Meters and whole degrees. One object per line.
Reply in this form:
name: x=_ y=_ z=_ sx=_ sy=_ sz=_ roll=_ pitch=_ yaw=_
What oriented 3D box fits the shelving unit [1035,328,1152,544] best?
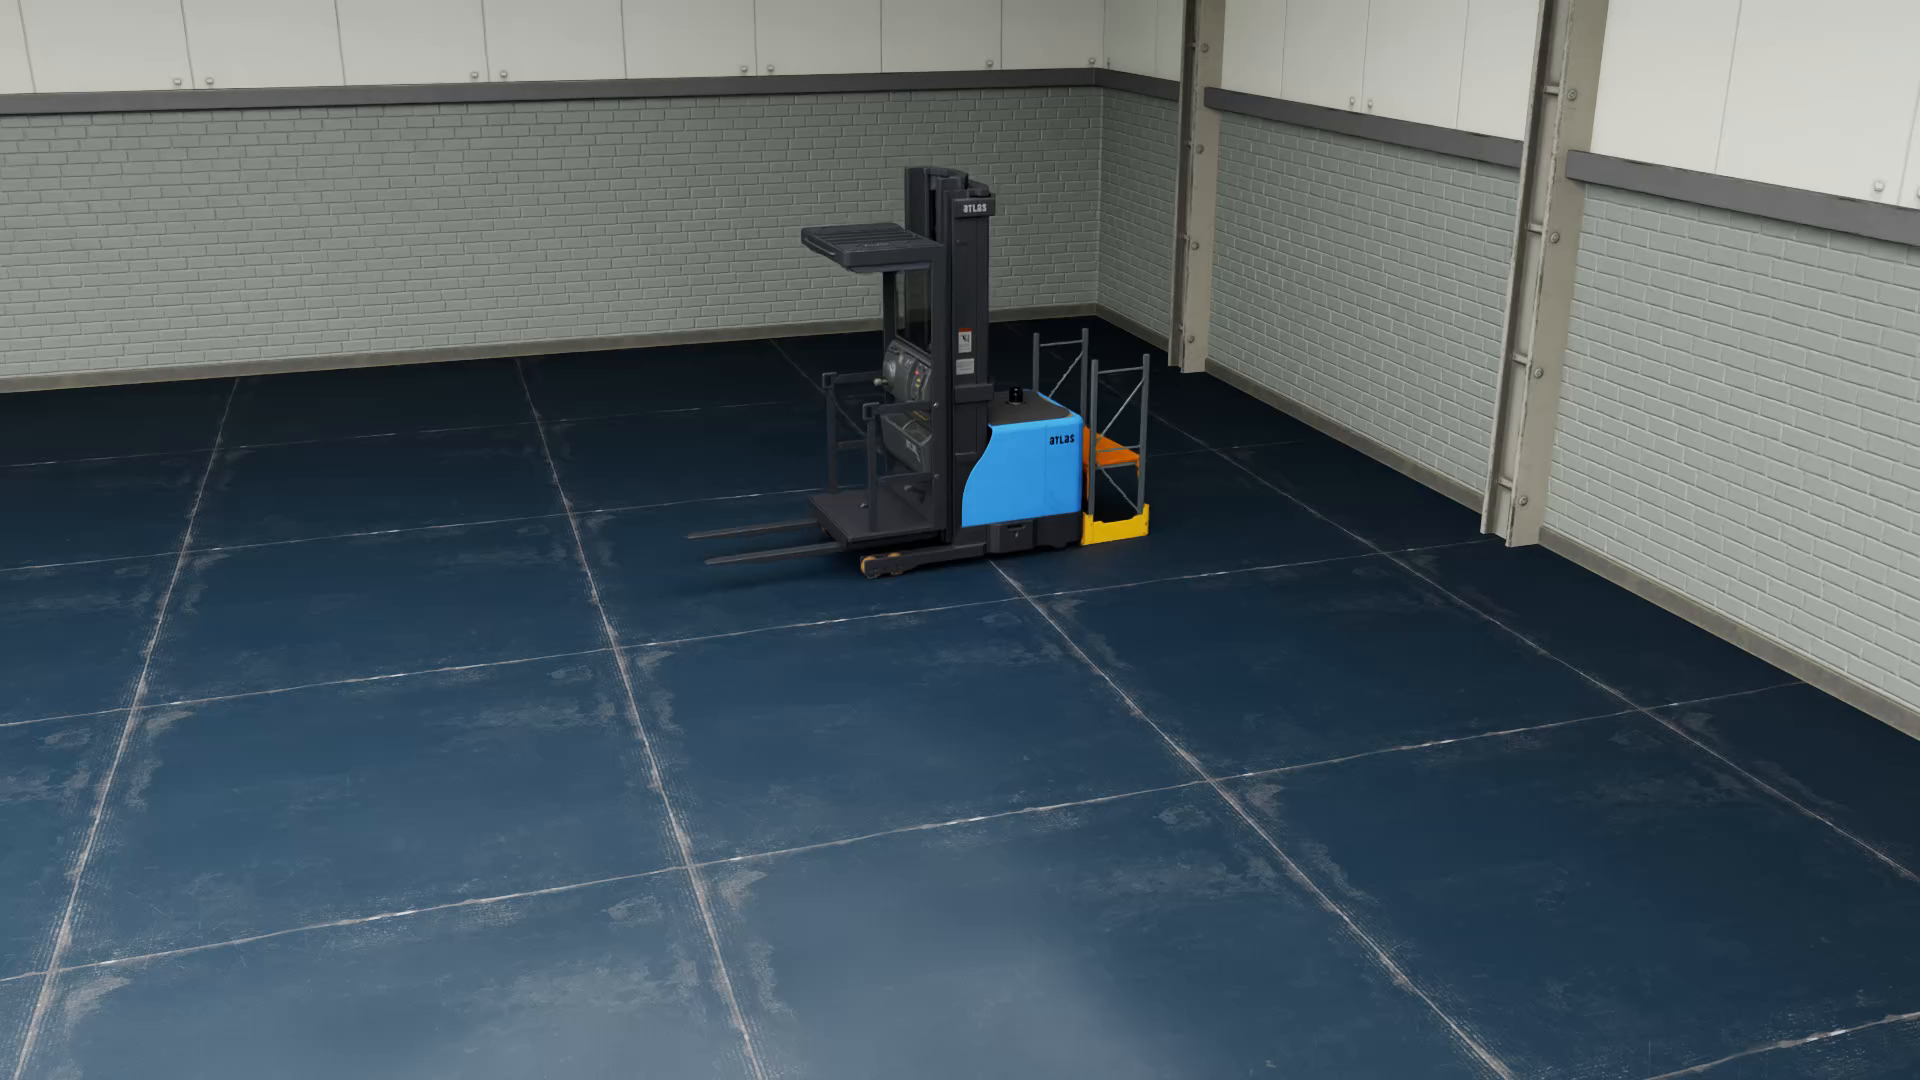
shelving unit: x=1.069 y=-0.876 z=13.634 sx=0.587 sy=1.500 sz=1.083 roll=-8 pitch=21 yaw=-23

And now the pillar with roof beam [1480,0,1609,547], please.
pillar with roof beam: x=0.374 y=-3.800 z=10.684 sx=9.100 sy=9.000 sz=0.400 roll=-6 pitch=21 yaw=-17

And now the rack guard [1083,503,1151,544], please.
rack guard: x=1.271 y=-0.134 z=13.416 sx=0.587 sy=0.250 sz=0.087 roll=-8 pitch=21 yaw=-23

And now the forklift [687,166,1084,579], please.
forklift: x=-0.580 y=-1.286 z=12.661 sx=3.031 sy=2.935 sz=1.130 roll=-8 pitch=21 yaw=-22

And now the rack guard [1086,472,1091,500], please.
rack guard: x=0.865 y=-0.441 z=14.273 sx=0.587 sy=0.250 sz=0.087 roll=-8 pitch=21 yaw=-23

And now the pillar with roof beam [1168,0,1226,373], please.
pillar with roof beam: x=-1.512 y=-5.726 z=16.045 sx=9.100 sy=9.000 sz=0.400 roll=-6 pitch=21 yaw=-17

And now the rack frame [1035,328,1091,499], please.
rack frame: x=0.859 y=-1.036 z=14.079 sx=0.500 sy=1.500 sz=0.032 roll=-8 pitch=21 yaw=-23

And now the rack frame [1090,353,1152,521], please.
rack frame: x=1.273 y=-0.722 z=13.205 sx=0.500 sy=1.500 sz=0.032 roll=-8 pitch=21 yaw=-23

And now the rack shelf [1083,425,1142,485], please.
rack shelf: x=1.065 y=-0.709 z=13.702 sx=0.538 sy=0.185 sz=1.000 roll=-8 pitch=21 yaw=-23
